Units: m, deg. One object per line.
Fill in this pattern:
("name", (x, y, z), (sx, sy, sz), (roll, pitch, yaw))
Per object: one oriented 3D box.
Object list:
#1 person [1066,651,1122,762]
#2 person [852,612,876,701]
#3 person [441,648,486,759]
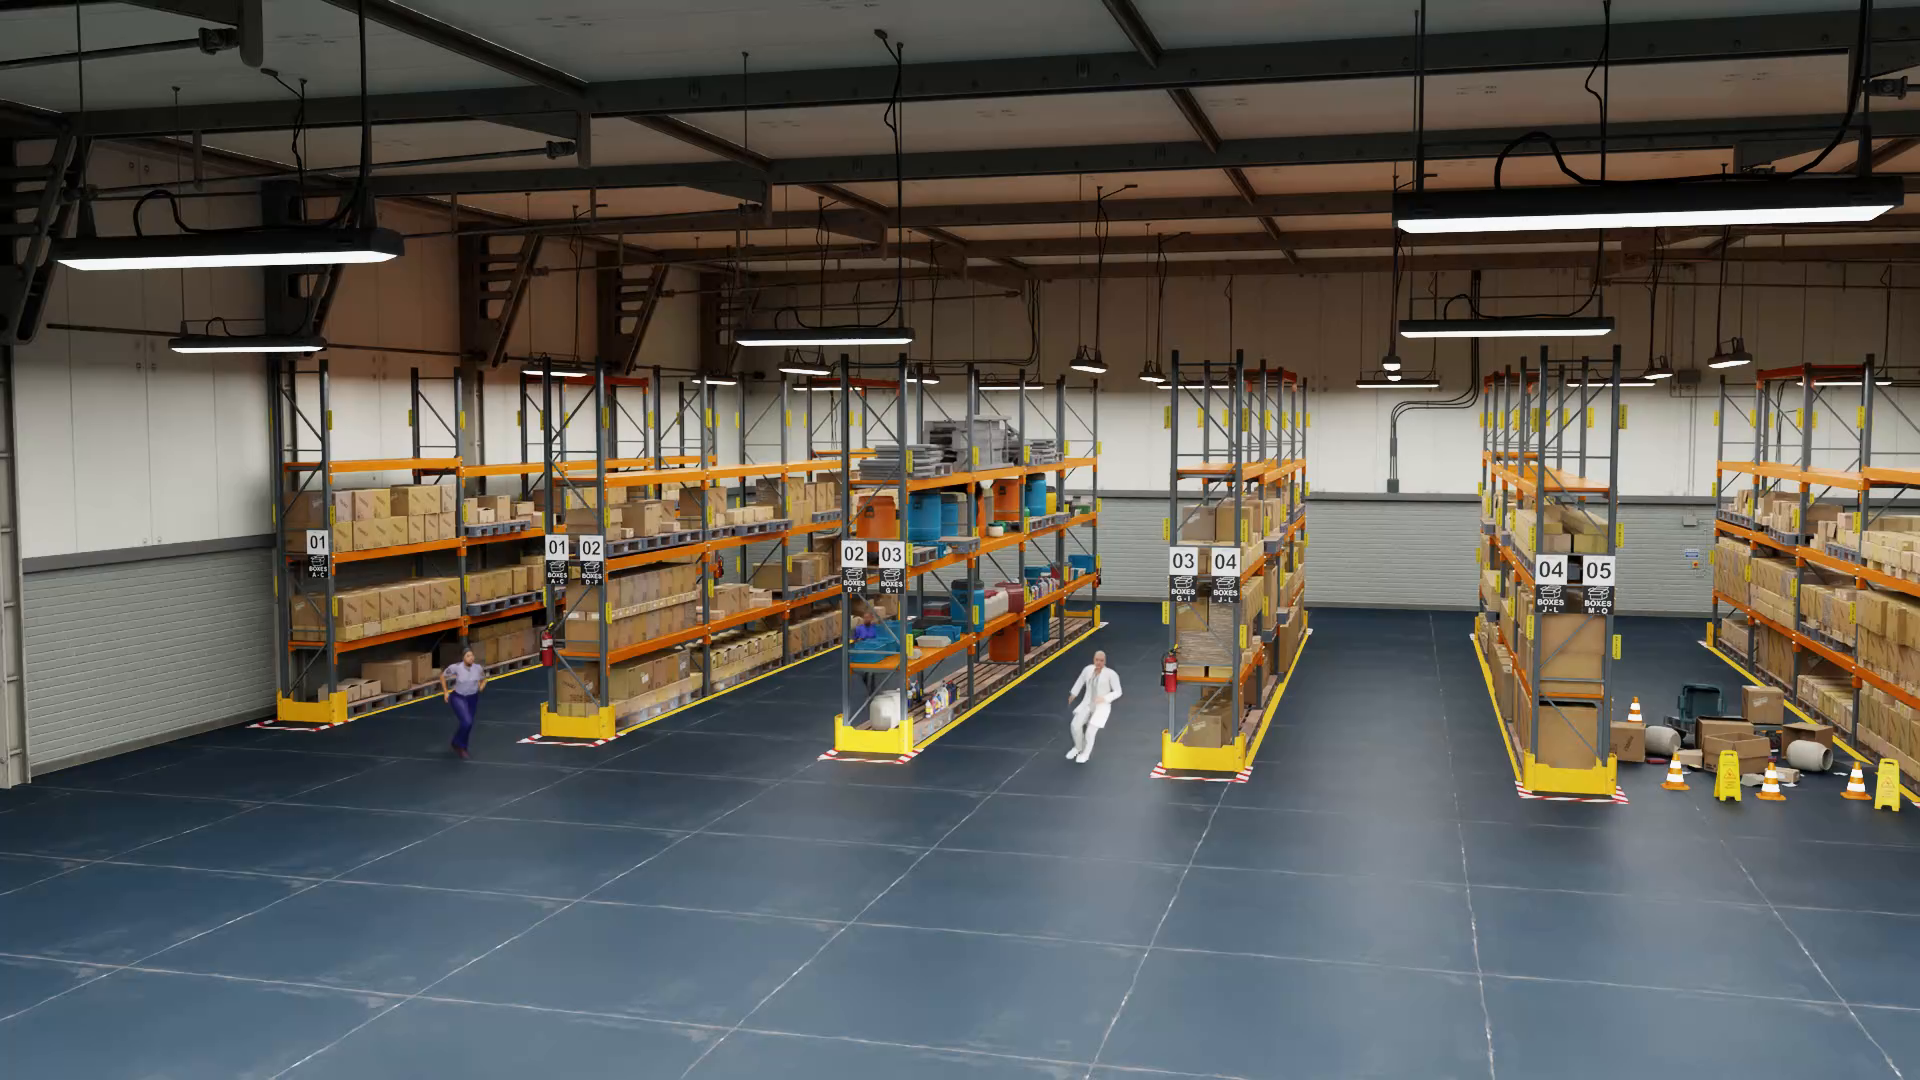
("person", (1.915, 2.432, 24.108), (0.900, 1.664, 0.700), (2, 4, 22))
("person", (-1.635, 2.068, 29.861), (0.571, 1.606, 0.727), (1, 4, 7))
("person", (-7.370, 2.437, 24.745), (0.817, 1.688, 0.593), (4, 6, 43))
